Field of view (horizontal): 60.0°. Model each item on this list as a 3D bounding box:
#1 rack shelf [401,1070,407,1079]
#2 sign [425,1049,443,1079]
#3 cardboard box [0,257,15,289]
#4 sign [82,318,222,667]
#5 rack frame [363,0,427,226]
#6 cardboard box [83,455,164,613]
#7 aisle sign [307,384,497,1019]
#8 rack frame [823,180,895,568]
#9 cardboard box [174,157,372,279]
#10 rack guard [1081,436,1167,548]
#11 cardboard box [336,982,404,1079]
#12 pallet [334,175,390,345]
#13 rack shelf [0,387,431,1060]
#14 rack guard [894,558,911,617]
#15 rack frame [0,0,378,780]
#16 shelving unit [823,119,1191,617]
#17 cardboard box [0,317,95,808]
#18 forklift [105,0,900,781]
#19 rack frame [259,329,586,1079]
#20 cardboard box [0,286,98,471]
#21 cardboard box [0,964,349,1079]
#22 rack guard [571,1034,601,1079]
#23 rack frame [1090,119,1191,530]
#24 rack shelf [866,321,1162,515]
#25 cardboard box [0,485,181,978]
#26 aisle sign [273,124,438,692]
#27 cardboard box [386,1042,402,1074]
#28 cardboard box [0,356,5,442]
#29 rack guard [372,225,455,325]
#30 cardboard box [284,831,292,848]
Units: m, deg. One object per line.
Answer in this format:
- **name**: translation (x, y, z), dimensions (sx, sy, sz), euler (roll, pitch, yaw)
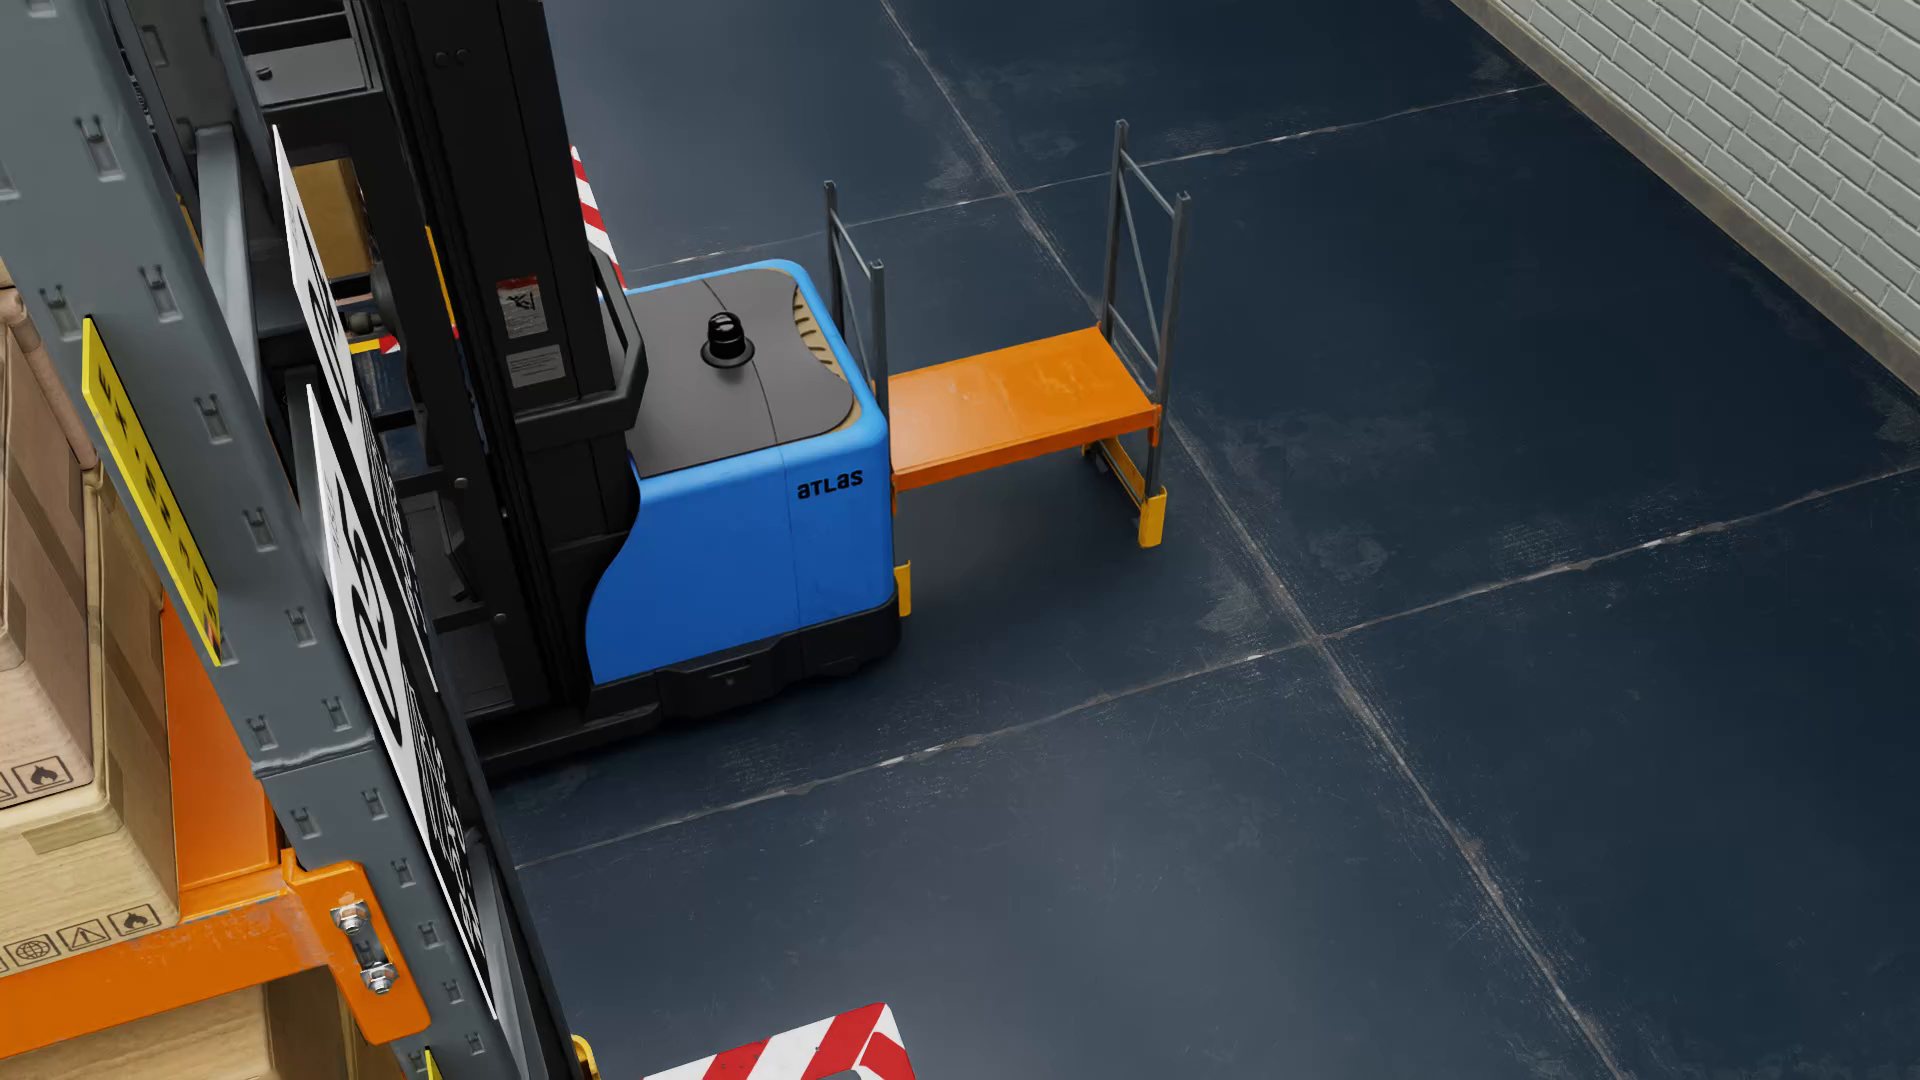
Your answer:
- **rack shelf**: translation (-2.737, 1.700, 2.946), dimensions (4.000, 0.370, 1.077), euler (-14, 47, -14)
- **sign**: translation (-0.687, 0.819, 2.275), dimensions (0.005, 0.325, 0.100), euler (-14, 47, -14)
- **cardboard box**: translation (-1.238, -0.432, 1.917), dimensions (0.250, 0.149, 0.380), euler (-15, 47, -14)
- **sign**: translation (-0.687, -0.032, 1.421), dimensions (0.005, 0.325, 0.100), euler (-14, 47, -14)
- **rack frame**: translation (-2.445, -2.364, 6.488), dimensions (0.127, 3.000, 1.000), euler (-14, 47, -14)
- **cardboard box**: translation (-1.365, -0.103, 2.223), dimensions (0.500, 0.250, 0.500), euler (-13, 46, -12)
- **aisle sign**: translation (-0.686, 0.229, 2.068), dimensions (0.004, 0.787, 0.394), euler (-14, 47, -14)
- **rack frame**: translation (-0.330, -0.443, 5.632), dimensions (0.032, 1.500, 0.500), euler (-15, 47, -15)
- **cardboard box**: translation (-3.020, -1.555, 6.885), dimensions (0.875, 0.875, 0.875), euler (-14, 47, -14)
- **rack guard**: translation (0.618, -0.259, 6.331), dimensions (0.087, 0.250, 0.587), euler (-15, 47, -15)
- **cardboard box**: translation (-1.191, 1.104, 2.751), dimensions (0.500, 0.500, 0.500), euler (-13, 47, -13)
- **pallet**: translation (-3.171, -1.135, 7.232), dimensions (1.213, 0.211, 1.003), euler (-14, 47, -14)
- **rack shelf**: translation (-2.737, 0.641, 1.884), dimensions (4.000, 0.370, 1.077), euler (-14, 47, -14)
- **rack guard**: translation (-0.312, -0.006, 6.080), dimensions (0.087, 0.250, 0.587), euler (-15, 47, -15)
- **rack frame**: translation (-0.856, -1.153, 1.046), dimensions (0.127, 3.000, 1.000), euler (-14, 47, -14)
- **shelving unit**: translation (0.153, -0.574, 5.763), dimensions (1.083, 1.500, 0.587), euler (-15, 47, -15)
- **cardboard box**: translation (-1.203, 0.063, 1.705), dimensions (0.500, 0.250, 0.500), euler (-16, 47, -15)
- **forklift**: translation (-1.780, -0.570, 4.749), dimensions (3.031, 2.935, 1.130), euler (-15, 47, -15)
- **rack frame**: translation (-0.856, 0.965, 3.171), dimensions (0.127, 3.000, 1.000), euler (-14, 47, -14)
- **cardboard box**: translation (-1.367, -0.283, 2.049), dimensions (0.500, 0.250, 0.500), euler (-14, 47, -13)
- **cardboard box**: translation (-1.202, 0.747, 2.401), dimensions (0.500, 0.500, 0.500), euler (-15, 47, -15)
- **rack guard**: translation (-0.928, 1.865, 4.038), dimensions (0.348, 0.500, 1.175), euler (-14, 47, -14)
- **rack frame**: translation (0.620, -0.700, 5.889), dimensions (0.032, 1.500, 0.500), euler (-15, 47, -15)
- **rack shelf**: translation (0.145, -0.444, 5.888), dimensions (1.000, 0.185, 0.538), euler (-15, 47, -15)
- **cardboard box**: translation (-1.194, 0.245, 1.877), dimensions (0.500, 0.250, 0.500), euler (-15, 47, -15)
- **aisle sign**: translation (-0.889, -0.170, 2.466), dimensions (0.004, 0.787, 0.394), euler (-14, 47, -14)
- **cardboard box**: translation (-1.372, 0.748, 3.106), dimensions (0.500, 0.500, 0.500), euler (-12, 46, -12)
- **cardboard box**: translation (-1.069, -0.083, 1.568), dimensions (0.250, 0.149, 0.380), euler (-15, 47, -14)
- **rack guard**: translation (-2.423, -1.487, 7.379), dimensions (0.348, 0.500, 1.175), euler (-14, 47, -14)
- **cardboard box**: translation (-1.369, 0.403, 2.744), dimensions (0.500, 0.500, 0.500), euler (-15, 47, -14)
